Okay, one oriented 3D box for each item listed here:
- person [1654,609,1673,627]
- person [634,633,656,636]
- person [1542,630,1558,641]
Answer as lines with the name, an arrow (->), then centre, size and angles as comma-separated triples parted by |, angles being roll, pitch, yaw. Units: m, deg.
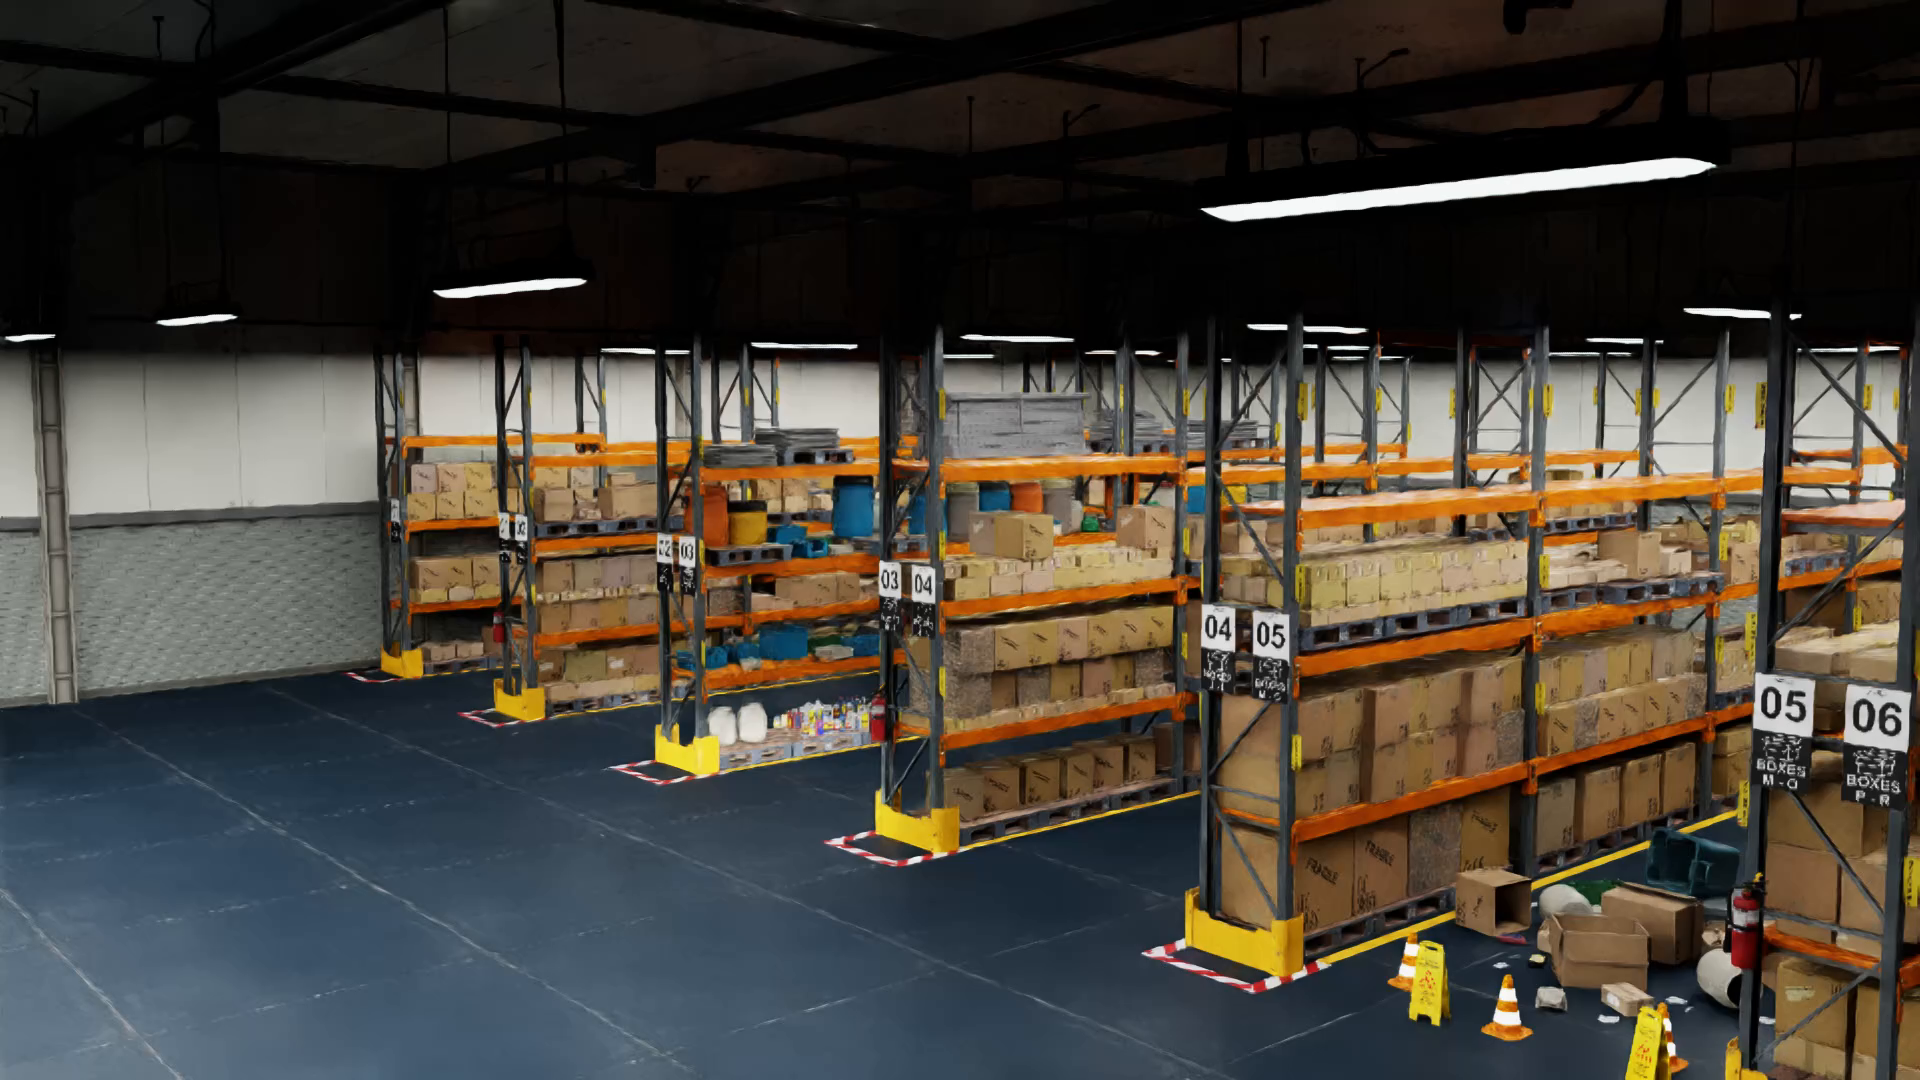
person -> 13.981, 1.362, 32.832 | 0.521, 1.647, 0.519 | 0, 5, -3
person -> -6.031, 1.482, 31.574 | 1.110, 1.590, 0.446 | -4, 7, -38
person -> 8.564, 2.052, 24.159 | 0.471, 1.789, 0.619 | 3, 6, 28
